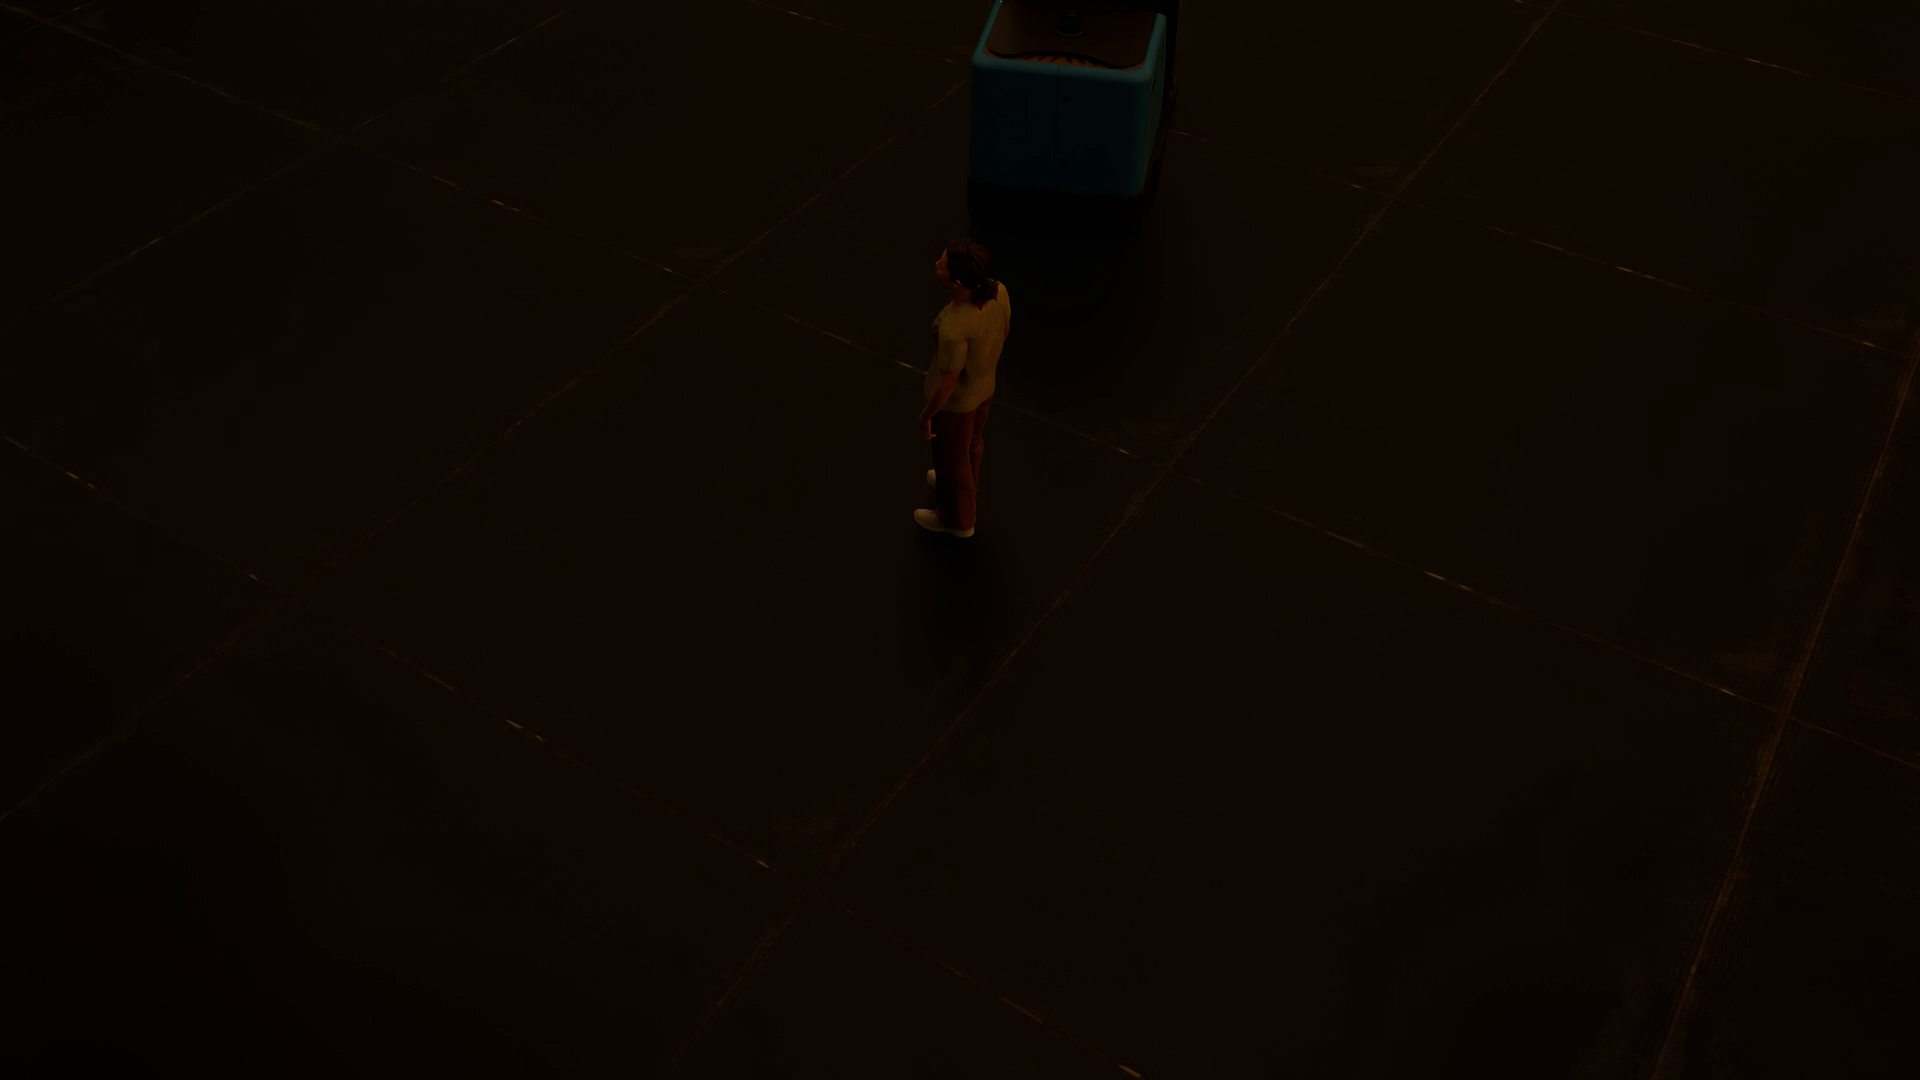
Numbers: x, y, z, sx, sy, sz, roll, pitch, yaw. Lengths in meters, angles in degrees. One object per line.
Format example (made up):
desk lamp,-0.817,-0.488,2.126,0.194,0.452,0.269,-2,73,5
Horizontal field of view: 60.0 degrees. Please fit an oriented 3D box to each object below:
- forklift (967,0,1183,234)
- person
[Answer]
forklift,0.846,-3.889,9.950,1.130,2.935,3.031,8,44,8
person,-0.056,-0.677,7.406,0.547,1.673,0.553,24,48,23
